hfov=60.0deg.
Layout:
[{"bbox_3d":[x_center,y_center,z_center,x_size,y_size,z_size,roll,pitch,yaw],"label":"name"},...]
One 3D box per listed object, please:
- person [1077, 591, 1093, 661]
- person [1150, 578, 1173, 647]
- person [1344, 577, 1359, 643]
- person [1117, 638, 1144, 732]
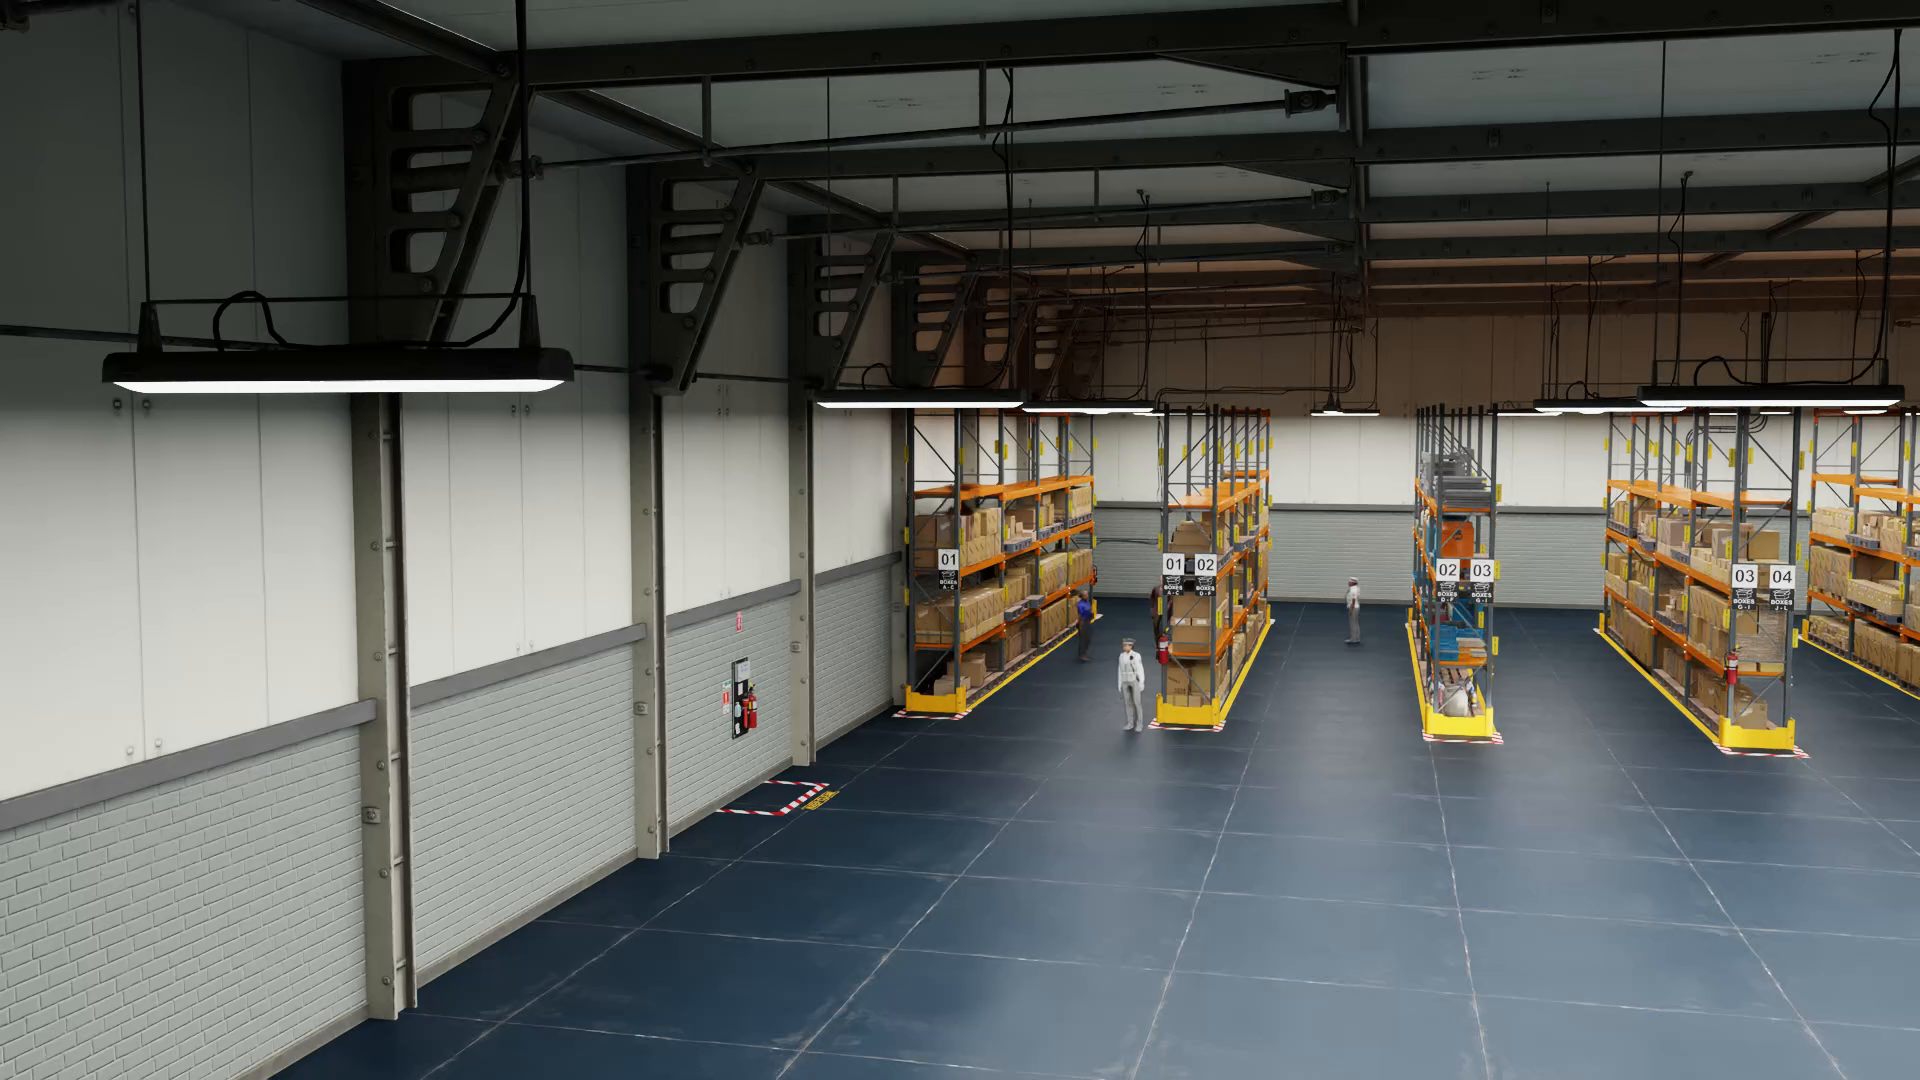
[{"bbox_3d":[2.956,2.034,39.476,0.412,1.677,0.517,3,5,40],"label":"person"},{"bbox_3d":[5.123,1.827,42.150,0.660,1.814,0.932,1,4,15],"label":"person"},{"bbox_3d":[10.032,1.784,42.538,0.357,1.695,0.534,1,4,15],"label":"person"},{"bbox_3d":[3.140,2.664,30.662,0.554,1.722,0.343,3,5,35],"label":"person"}]
